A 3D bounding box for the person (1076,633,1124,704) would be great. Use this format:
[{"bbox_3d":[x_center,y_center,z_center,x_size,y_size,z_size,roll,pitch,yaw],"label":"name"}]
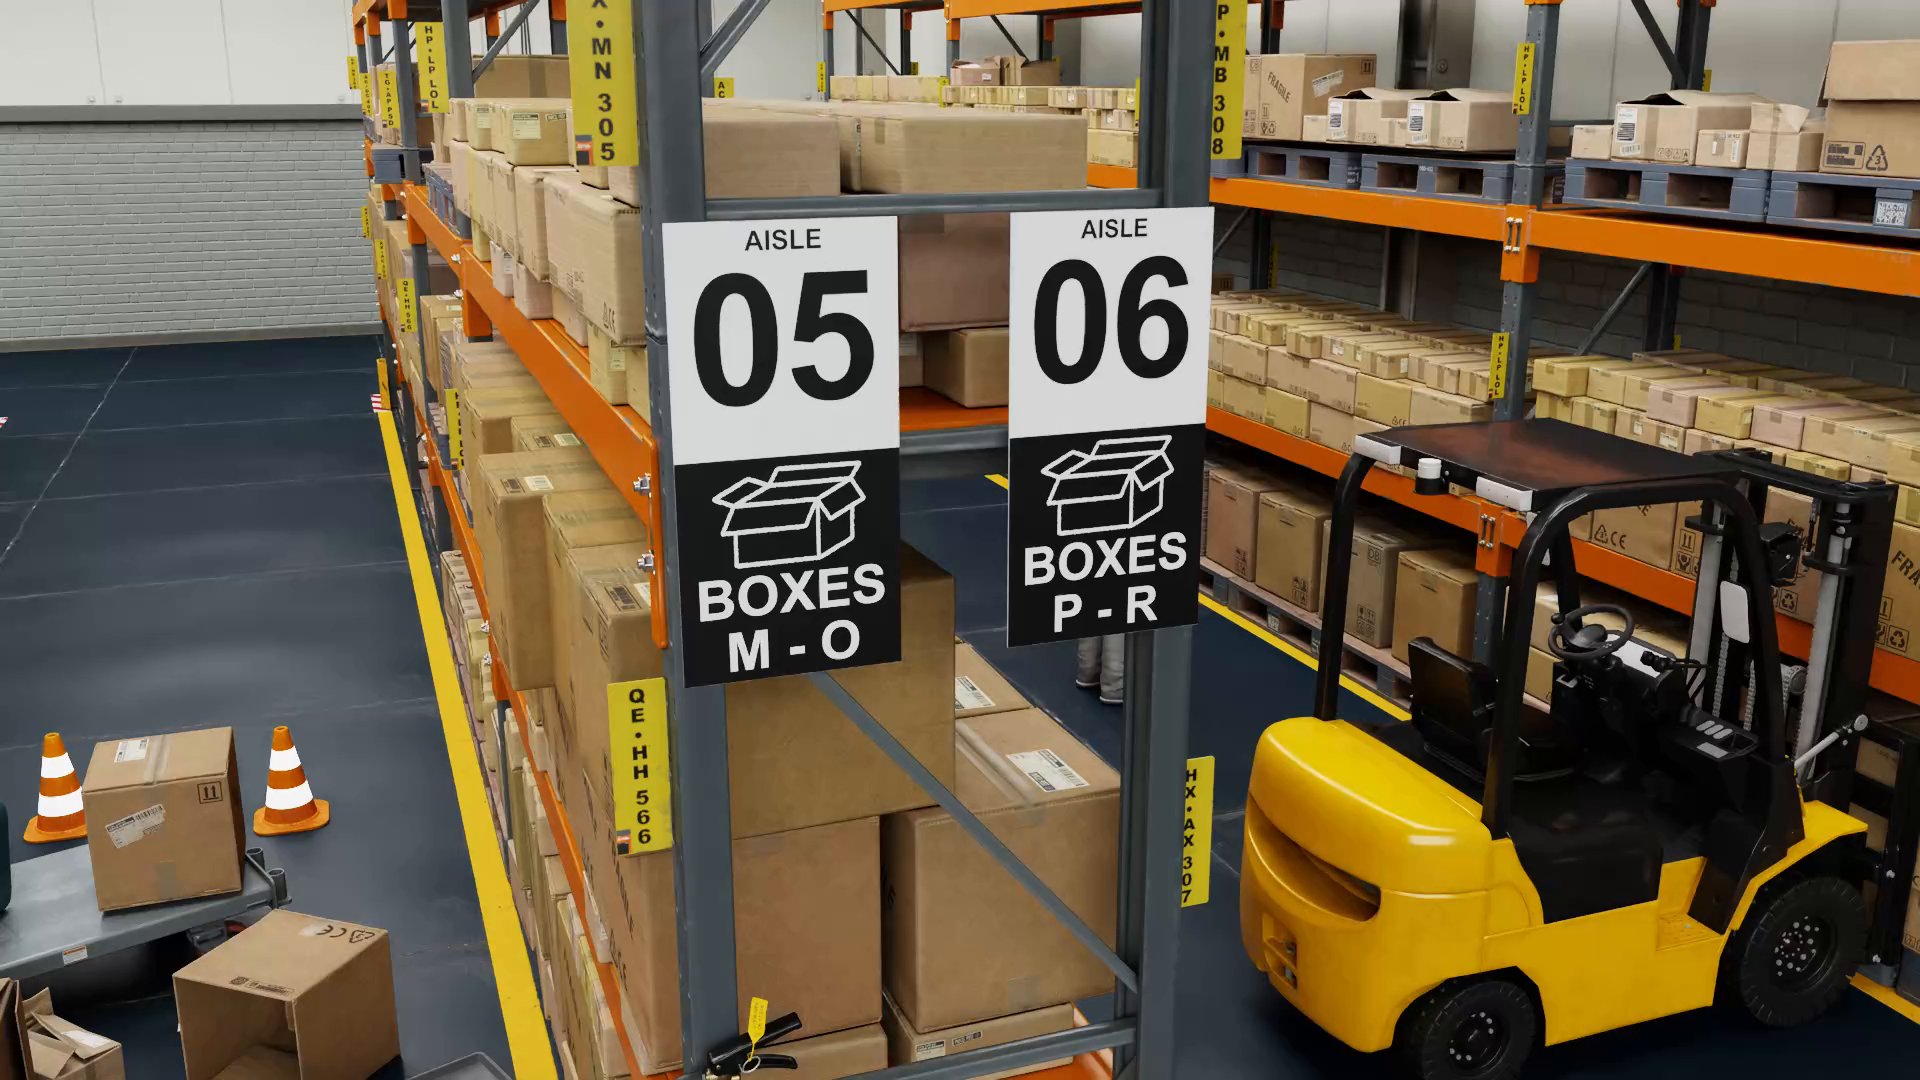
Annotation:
[{"bbox_3d":[0.827,0.033,9.393,0.437,1.747,0.597,-7,17,-23],"label":"person"}]
